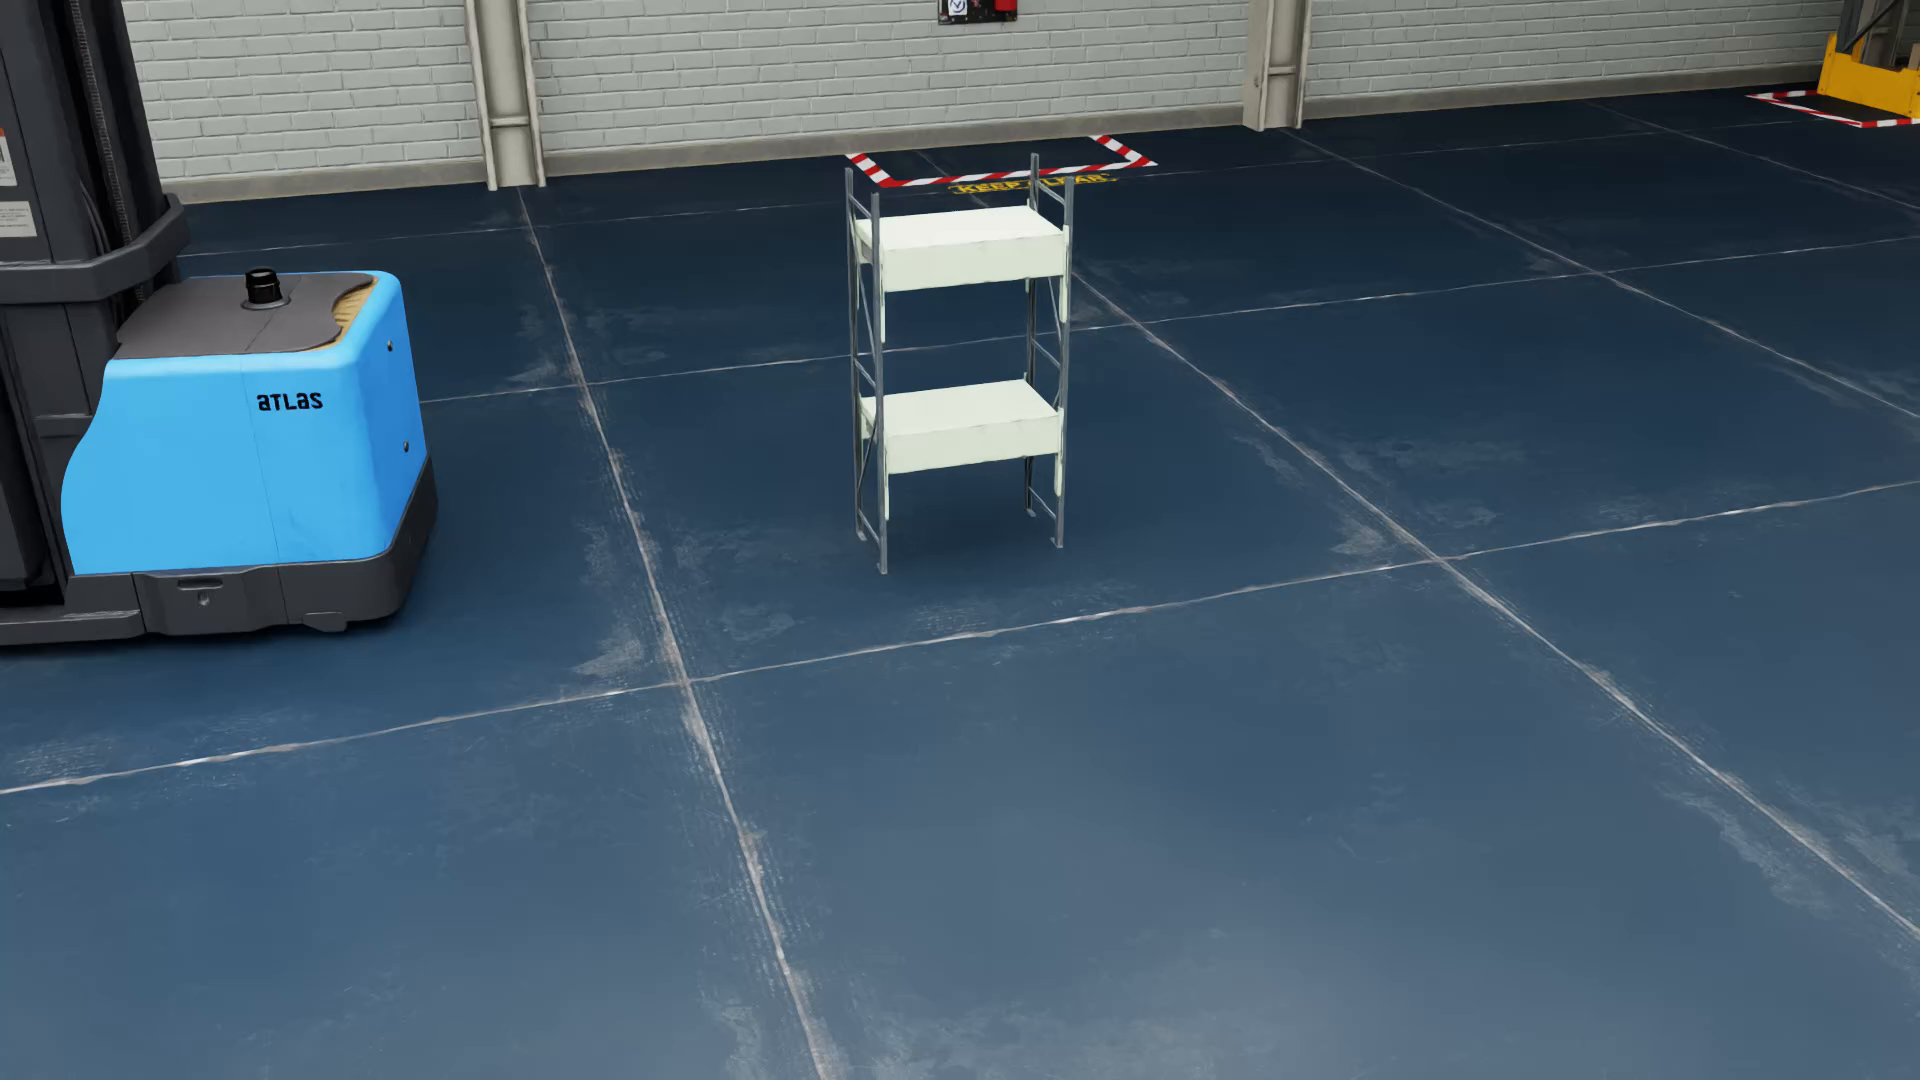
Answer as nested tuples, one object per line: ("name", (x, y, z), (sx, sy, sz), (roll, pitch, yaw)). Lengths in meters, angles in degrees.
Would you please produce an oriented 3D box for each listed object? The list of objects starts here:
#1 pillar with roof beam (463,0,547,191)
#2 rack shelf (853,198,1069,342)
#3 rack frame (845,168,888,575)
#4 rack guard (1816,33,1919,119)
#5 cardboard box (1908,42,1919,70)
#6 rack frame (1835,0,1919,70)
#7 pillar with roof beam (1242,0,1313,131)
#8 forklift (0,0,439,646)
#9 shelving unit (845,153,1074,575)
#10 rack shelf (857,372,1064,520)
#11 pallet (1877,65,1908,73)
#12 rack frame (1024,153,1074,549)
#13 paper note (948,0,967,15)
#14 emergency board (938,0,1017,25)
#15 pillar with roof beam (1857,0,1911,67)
("pillar with roof beam", (-1.838, -4.759, 6.216), (0.400, 9.000, 9.100), (-8, 28, -16))
("rack shelf", (-0.006, -1.020, 6.241), (0.720, 0.370, 0.431), (-8, 28, -16))
("rack frame", (-0.354, -0.620, 6.313), (0.023, 1.500, 0.400), (-8, 28, -16))
("rack guard", (7.913, -3.973, 14.191), (0.348, 0.500, 1.175), (-8, 28, -16))
("cardboard box", (8.527, -4.132, 14.229), (0.500, 0.311, 0.500), (-12, 29, -22))
("rack frame", (7.841, -5.082, 13.614), (0.127, 3.000, 1.000), (-8, 28, -16))
("pillar with roof beam", (3.867, -5.585, 7.880), (0.400, 9.000, 9.100), (-8, 28, -16))
("forklift", (-3.603, -1.113, 5.697), (3.031, 2.935, 1.130), (-3, 27, -6))
("shelving unit", (-0.006, -0.671, 6.415), (0.755, 1.500, 0.431), (-8, 28, -16))
("rack shelf", (-0.006, -0.379, 6.560), (0.720, 0.370, 0.431), (-8, 28, -16))
("pallet", (8.697, -3.941, 14.450), (1.213, 0.211, 1.003), (-8, 28, -16))
("rack frame", (0.342, -0.721, 6.516), (0.023, 1.500, 0.400), (-8, 28, -16))
("paper note", (-0.017, -4.004, 12.433), (0.142, 0.148, 0.016), (-8, 28, -16))
("emergency board", (0.172, -4.394, 12.227), (0.643, 1.169, 0.194), (-8, 28, -16))
("pillar with roof beam", (9.572, -6.411, 9.544), (0.400, 9.000, 9.100), (-8, 28, -16))
